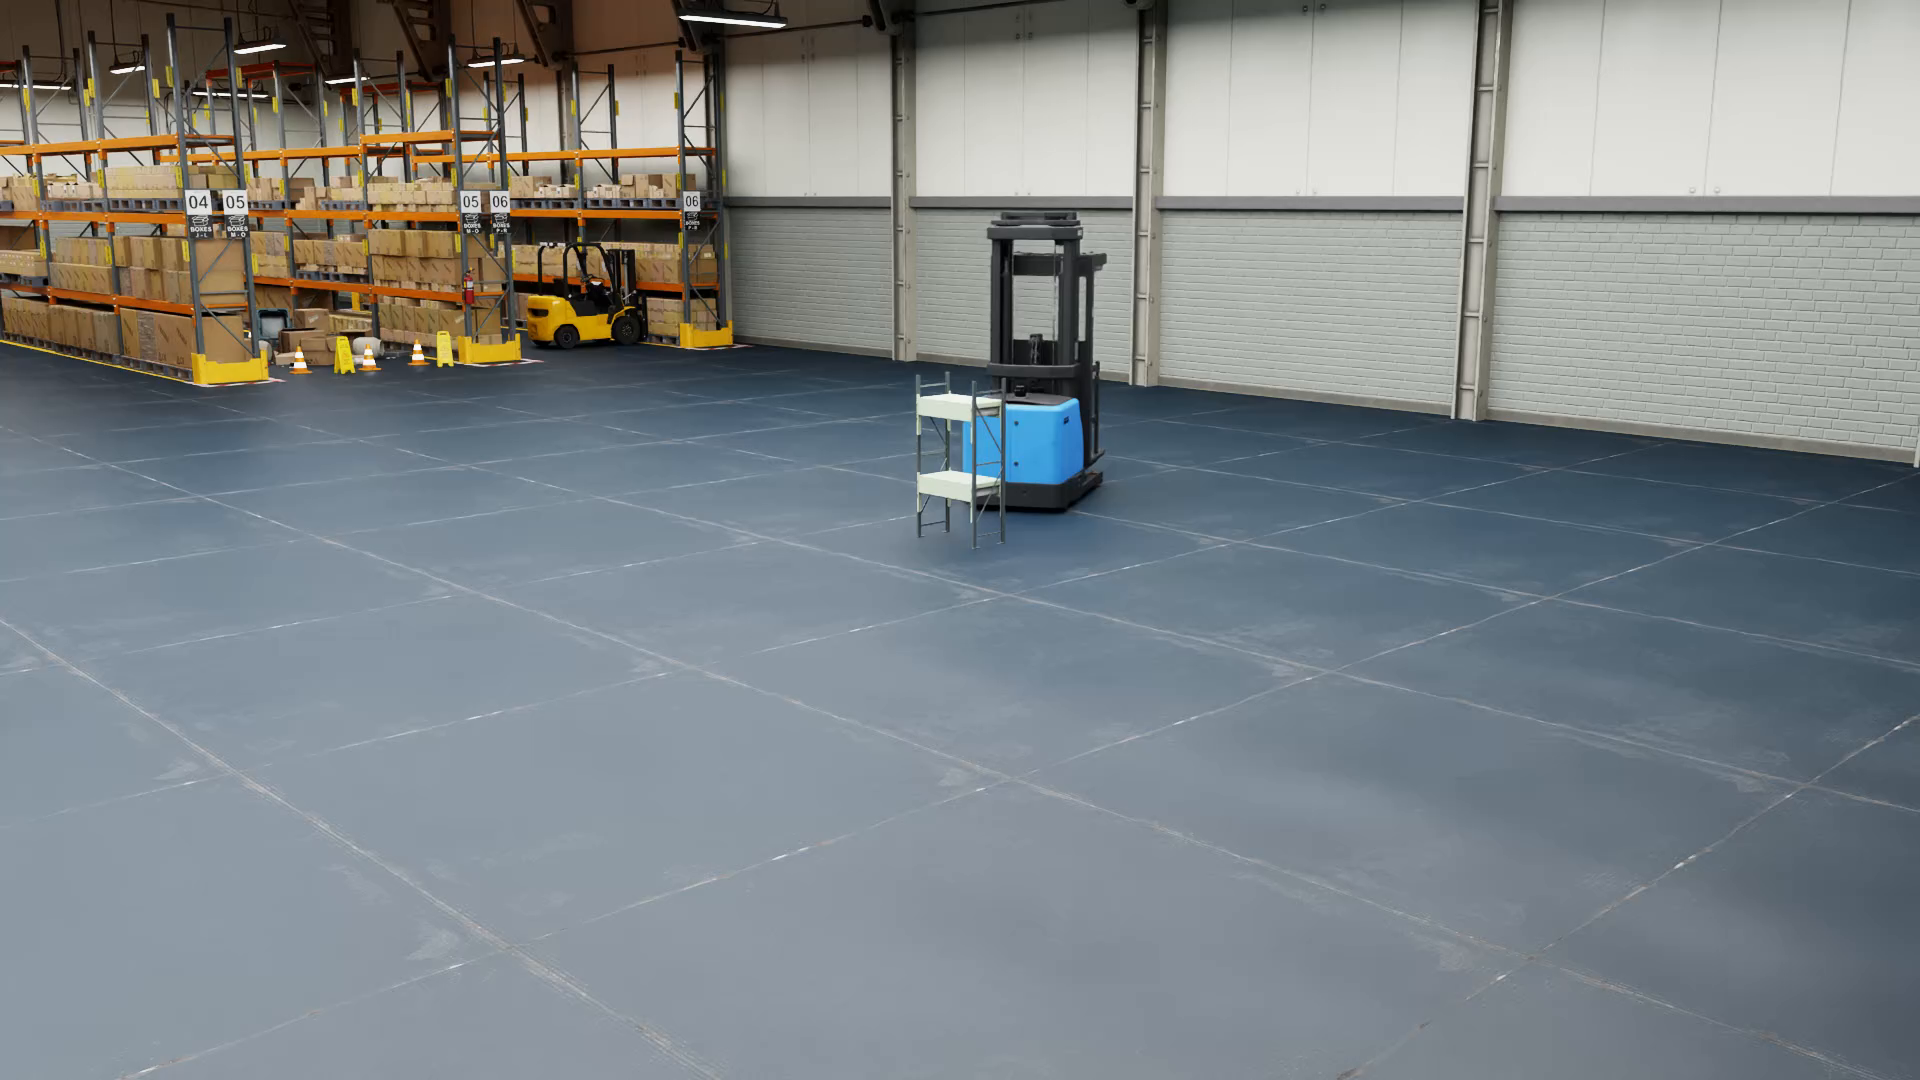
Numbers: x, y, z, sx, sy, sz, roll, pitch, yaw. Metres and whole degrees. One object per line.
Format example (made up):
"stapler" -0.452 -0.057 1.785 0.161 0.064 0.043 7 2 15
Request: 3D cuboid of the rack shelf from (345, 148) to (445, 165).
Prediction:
"rack shelf" -15.047 -10.217 44.333 1.077 0.370 4.000 -11 16 -43

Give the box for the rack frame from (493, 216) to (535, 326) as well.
"rack frame" -10.904 -6.757 40.616 1.000 3.000 0.127 -11 16 -43

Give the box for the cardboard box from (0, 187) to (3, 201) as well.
"cardboard box" -20.308 -7.418 35.568 0.500 0.311 0.500 -11 16 -43

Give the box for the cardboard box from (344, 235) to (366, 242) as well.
"cardboard box" -12.696 -6.334 34.928 0.250 0.149 0.380 11 16 43

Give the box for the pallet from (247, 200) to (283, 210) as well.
"pallet" -15.749 -7.691 38.182 1.003 0.211 1.213 -10 15 -40

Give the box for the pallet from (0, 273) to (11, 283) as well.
"pallet" -20.341 -5.719 36.049 1.003 0.211 1.213 -11 16 -43

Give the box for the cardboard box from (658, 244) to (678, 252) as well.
"cardboard box" -6.172 -6.191 35.275 0.380 0.149 0.250 -10 16 -41

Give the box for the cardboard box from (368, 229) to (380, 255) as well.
"cardboard box" -11.582 -6.071 33.823 0.700 0.500 0.500 -11 16 -43

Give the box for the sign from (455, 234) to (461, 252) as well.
"sign" -9.382 -5.545 31.079 0.100 0.325 0.005 -11 16 -43

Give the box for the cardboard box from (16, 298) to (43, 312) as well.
"cardboard box" -19.726 -4.996 35.362 0.500 0.250 0.500 -10 15 -40

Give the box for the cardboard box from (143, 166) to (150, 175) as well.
"cardboard box" -13.833 -6.372 28.669 0.380 0.149 0.250 -11 16 -43

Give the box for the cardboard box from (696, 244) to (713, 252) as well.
"cardboard box" -5.456 -6.181 35.226 0.380 0.149 0.250 -11 16 -44

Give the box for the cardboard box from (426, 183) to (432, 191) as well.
"cardboard box" -10.055 -6.801 32.040 0.380 0.149 0.250 -11 16 -43

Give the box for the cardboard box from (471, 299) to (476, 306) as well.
"cardboard box" -12.053 -5.921 41.710 0.500 0.500 0.500 -10 15 -40

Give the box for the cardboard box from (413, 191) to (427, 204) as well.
"cardboard box" -10.223 -6.625 32.173 0.500 0.250 0.500 -10 16 -41

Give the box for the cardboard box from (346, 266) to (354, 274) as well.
"cardboard box" -12.657 -5.674 34.940 0.380 0.149 0.250 -11 16 -43

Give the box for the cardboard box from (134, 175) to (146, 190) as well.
"cardboard box" -14.056 -6.242 29.025 0.500 0.250 0.500 -11 16 -42

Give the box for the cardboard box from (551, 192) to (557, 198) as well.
"cardboard box" -9.120 -7.893 38.026 0.380 0.149 0.250 -11 16 -43

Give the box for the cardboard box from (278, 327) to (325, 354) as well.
"cardboard box" -12.662 -3.780 32.016 0.797 0.637 0.503 -11 16 -43

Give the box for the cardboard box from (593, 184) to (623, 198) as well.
"cardboard box" -7.743 -7.698 36.682 0.500 0.311 0.500 -10 16 -41

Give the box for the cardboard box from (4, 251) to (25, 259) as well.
"cardboard box" -19.931 -6.008 35.087 0.380 0.149 0.250 -10 15 -40

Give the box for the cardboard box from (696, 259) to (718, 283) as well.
"cardboard box" -5.520 -5.750 35.477 0.500 0.500 0.500 -10 15 -41

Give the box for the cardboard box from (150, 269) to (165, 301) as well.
"cardboard box" -13.853 -4.562 29.590 0.875 0.550 0.500 -11 16 -43

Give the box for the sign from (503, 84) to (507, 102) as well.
"sign" -8.574 -8.408 31.248 0.100 0.325 0.005 -11 16 -43

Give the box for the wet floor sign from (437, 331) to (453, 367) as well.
"wet floor sign" -9.609 -3.568 30.968 0.267 0.644 0.232 -5 13 -23

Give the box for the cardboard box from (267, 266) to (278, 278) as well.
"cardboard box" -15.392 -6.102 37.805 0.500 0.250 0.500 -11 16 -42

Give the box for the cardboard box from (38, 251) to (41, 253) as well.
"cardboard box" -19.446 -6.097 35.516 0.250 0.149 0.380 11 16 43

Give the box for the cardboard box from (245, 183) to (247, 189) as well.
"cardboard box" -16.855 -8.204 38.914 0.500 0.500 0.500 -11 16 -44

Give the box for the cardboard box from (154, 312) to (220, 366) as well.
"cardboard box" -13.602 -3.576 29.399 0.875 0.875 0.875 -11 16 -43

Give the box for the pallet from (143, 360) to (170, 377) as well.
"pallet" -13.924 -3.111 29.828 1.003 0.211 1.213 -11 16 -43

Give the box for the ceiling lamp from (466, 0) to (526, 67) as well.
"ceiling lamp" -9.635 -11.644 35.003 0.800 3.185 2.000 -11 16 -43

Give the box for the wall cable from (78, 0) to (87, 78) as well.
"wall cable" -24.904 -14.048 44.780 2.355 3.000 0.029 -11 16 -43

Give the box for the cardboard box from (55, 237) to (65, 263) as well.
"cardboard box" -17.699 -5.832 33.400 0.700 0.500 0.500 -11 16 -43

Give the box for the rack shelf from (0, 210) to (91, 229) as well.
"rack shelf" -19.383 -6.769 35.023 1.077 0.370 4.000 -11 16 -43

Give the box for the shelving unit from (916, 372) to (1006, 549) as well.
"shelving unit" 0.005 -0.734 15.094 0.431 1.500 0.755 -11 16 -43

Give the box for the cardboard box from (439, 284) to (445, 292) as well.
"cardboard box" -9.796 -4.861 32.035 0.380 0.149 0.250 -11 16 -44

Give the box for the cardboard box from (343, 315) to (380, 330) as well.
"cardboard box" -12.592 -4.581 35.522 0.950 0.372 0.625 -10 15 -39

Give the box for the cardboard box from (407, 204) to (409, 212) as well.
"cardboard box" -10.625 -6.522 32.663 0.380 0.149 0.250 -11 16 -42

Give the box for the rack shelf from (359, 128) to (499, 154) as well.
"rack shelf" -10.348 -7.774 32.473 1.077 0.370 4.000 -11 16 -43

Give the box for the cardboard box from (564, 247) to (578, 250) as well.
"cardboard box" -8.860 -6.637 38.178 0.380 0.149 0.250 -11 16 -43

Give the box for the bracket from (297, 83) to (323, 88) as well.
"bracket" -20.111 -13.564 49.867 0.076 0.066 5.218 -11 16 -43

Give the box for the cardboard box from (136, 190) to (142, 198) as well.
"cardboard box" -14.183 -6.055 29.107 0.380 0.149 0.250 -11 16 -42

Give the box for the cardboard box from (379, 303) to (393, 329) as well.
"cardboard box" -11.517 -4.584 33.981 0.500 0.500 0.500 -10 15 -40

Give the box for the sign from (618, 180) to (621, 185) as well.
"sign" -7.741 -8.012 37.796 0.100 0.325 0.005 -11 16 -43

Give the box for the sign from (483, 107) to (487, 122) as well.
"sign" -11.289 -10.115 39.534 0.100 0.325 0.005 -11 16 -43

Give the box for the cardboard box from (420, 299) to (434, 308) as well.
"cardboard box" -10.362 -4.642 32.656 0.380 0.149 0.250 -10 15 -40

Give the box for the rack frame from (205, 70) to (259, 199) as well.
"rack frame" -17.253 -9.587 39.484 1.000 3.000 0.127 -11 16 -43

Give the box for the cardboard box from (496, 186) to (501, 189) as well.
"cardboard box" -11.355 -8.503 40.301 0.380 0.149 0.250 -10 15 -41

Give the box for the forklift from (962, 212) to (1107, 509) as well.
"forklift" 0.924 -1.995 17.670 1.130 2.935 3.031 3 12 16

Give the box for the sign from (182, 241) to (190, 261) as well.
"sign" -12.879 -4.803 27.671 0.100 0.325 0.005 -11 16 -43

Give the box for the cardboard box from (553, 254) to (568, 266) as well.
"cardboard box" -9.026 -6.455 38.281 0.500 0.250 0.500 11 16 44

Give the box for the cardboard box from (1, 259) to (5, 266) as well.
"cardboard box" -20.098 -5.899 35.294 0.380 0.149 0.250 -10 15 -40

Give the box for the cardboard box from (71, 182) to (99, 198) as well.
"cardboard box" -16.609 -6.682 31.749 0.500 0.311 0.500 11 16 43

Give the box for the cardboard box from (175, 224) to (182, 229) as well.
"cardboard box" -19.447 -7.881 41.734 0.250 0.149 0.380 11 16 43
